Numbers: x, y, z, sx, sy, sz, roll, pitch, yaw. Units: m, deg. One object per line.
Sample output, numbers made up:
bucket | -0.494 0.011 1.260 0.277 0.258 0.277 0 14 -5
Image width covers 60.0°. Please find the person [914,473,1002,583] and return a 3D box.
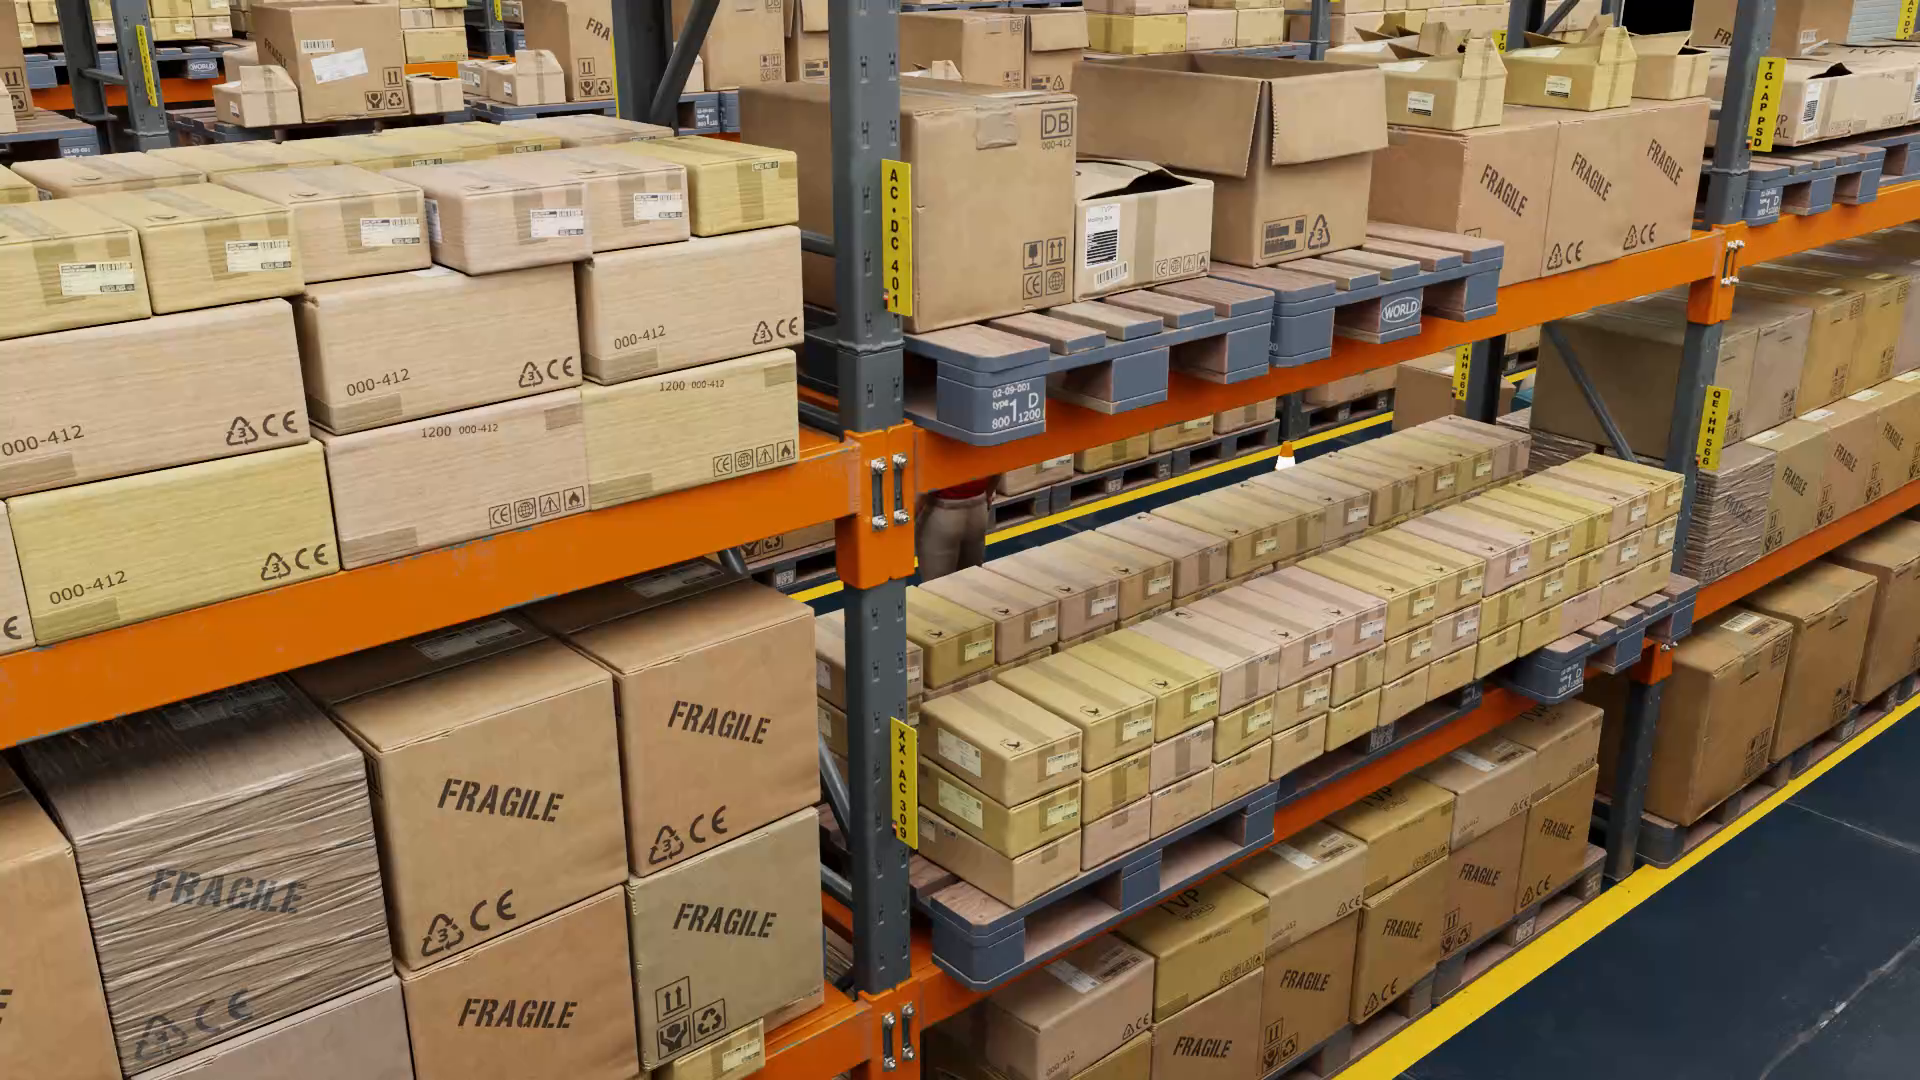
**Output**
person | -0.100 -0.143 8.952 0.640 1.728 0.550 -17 27 -37
